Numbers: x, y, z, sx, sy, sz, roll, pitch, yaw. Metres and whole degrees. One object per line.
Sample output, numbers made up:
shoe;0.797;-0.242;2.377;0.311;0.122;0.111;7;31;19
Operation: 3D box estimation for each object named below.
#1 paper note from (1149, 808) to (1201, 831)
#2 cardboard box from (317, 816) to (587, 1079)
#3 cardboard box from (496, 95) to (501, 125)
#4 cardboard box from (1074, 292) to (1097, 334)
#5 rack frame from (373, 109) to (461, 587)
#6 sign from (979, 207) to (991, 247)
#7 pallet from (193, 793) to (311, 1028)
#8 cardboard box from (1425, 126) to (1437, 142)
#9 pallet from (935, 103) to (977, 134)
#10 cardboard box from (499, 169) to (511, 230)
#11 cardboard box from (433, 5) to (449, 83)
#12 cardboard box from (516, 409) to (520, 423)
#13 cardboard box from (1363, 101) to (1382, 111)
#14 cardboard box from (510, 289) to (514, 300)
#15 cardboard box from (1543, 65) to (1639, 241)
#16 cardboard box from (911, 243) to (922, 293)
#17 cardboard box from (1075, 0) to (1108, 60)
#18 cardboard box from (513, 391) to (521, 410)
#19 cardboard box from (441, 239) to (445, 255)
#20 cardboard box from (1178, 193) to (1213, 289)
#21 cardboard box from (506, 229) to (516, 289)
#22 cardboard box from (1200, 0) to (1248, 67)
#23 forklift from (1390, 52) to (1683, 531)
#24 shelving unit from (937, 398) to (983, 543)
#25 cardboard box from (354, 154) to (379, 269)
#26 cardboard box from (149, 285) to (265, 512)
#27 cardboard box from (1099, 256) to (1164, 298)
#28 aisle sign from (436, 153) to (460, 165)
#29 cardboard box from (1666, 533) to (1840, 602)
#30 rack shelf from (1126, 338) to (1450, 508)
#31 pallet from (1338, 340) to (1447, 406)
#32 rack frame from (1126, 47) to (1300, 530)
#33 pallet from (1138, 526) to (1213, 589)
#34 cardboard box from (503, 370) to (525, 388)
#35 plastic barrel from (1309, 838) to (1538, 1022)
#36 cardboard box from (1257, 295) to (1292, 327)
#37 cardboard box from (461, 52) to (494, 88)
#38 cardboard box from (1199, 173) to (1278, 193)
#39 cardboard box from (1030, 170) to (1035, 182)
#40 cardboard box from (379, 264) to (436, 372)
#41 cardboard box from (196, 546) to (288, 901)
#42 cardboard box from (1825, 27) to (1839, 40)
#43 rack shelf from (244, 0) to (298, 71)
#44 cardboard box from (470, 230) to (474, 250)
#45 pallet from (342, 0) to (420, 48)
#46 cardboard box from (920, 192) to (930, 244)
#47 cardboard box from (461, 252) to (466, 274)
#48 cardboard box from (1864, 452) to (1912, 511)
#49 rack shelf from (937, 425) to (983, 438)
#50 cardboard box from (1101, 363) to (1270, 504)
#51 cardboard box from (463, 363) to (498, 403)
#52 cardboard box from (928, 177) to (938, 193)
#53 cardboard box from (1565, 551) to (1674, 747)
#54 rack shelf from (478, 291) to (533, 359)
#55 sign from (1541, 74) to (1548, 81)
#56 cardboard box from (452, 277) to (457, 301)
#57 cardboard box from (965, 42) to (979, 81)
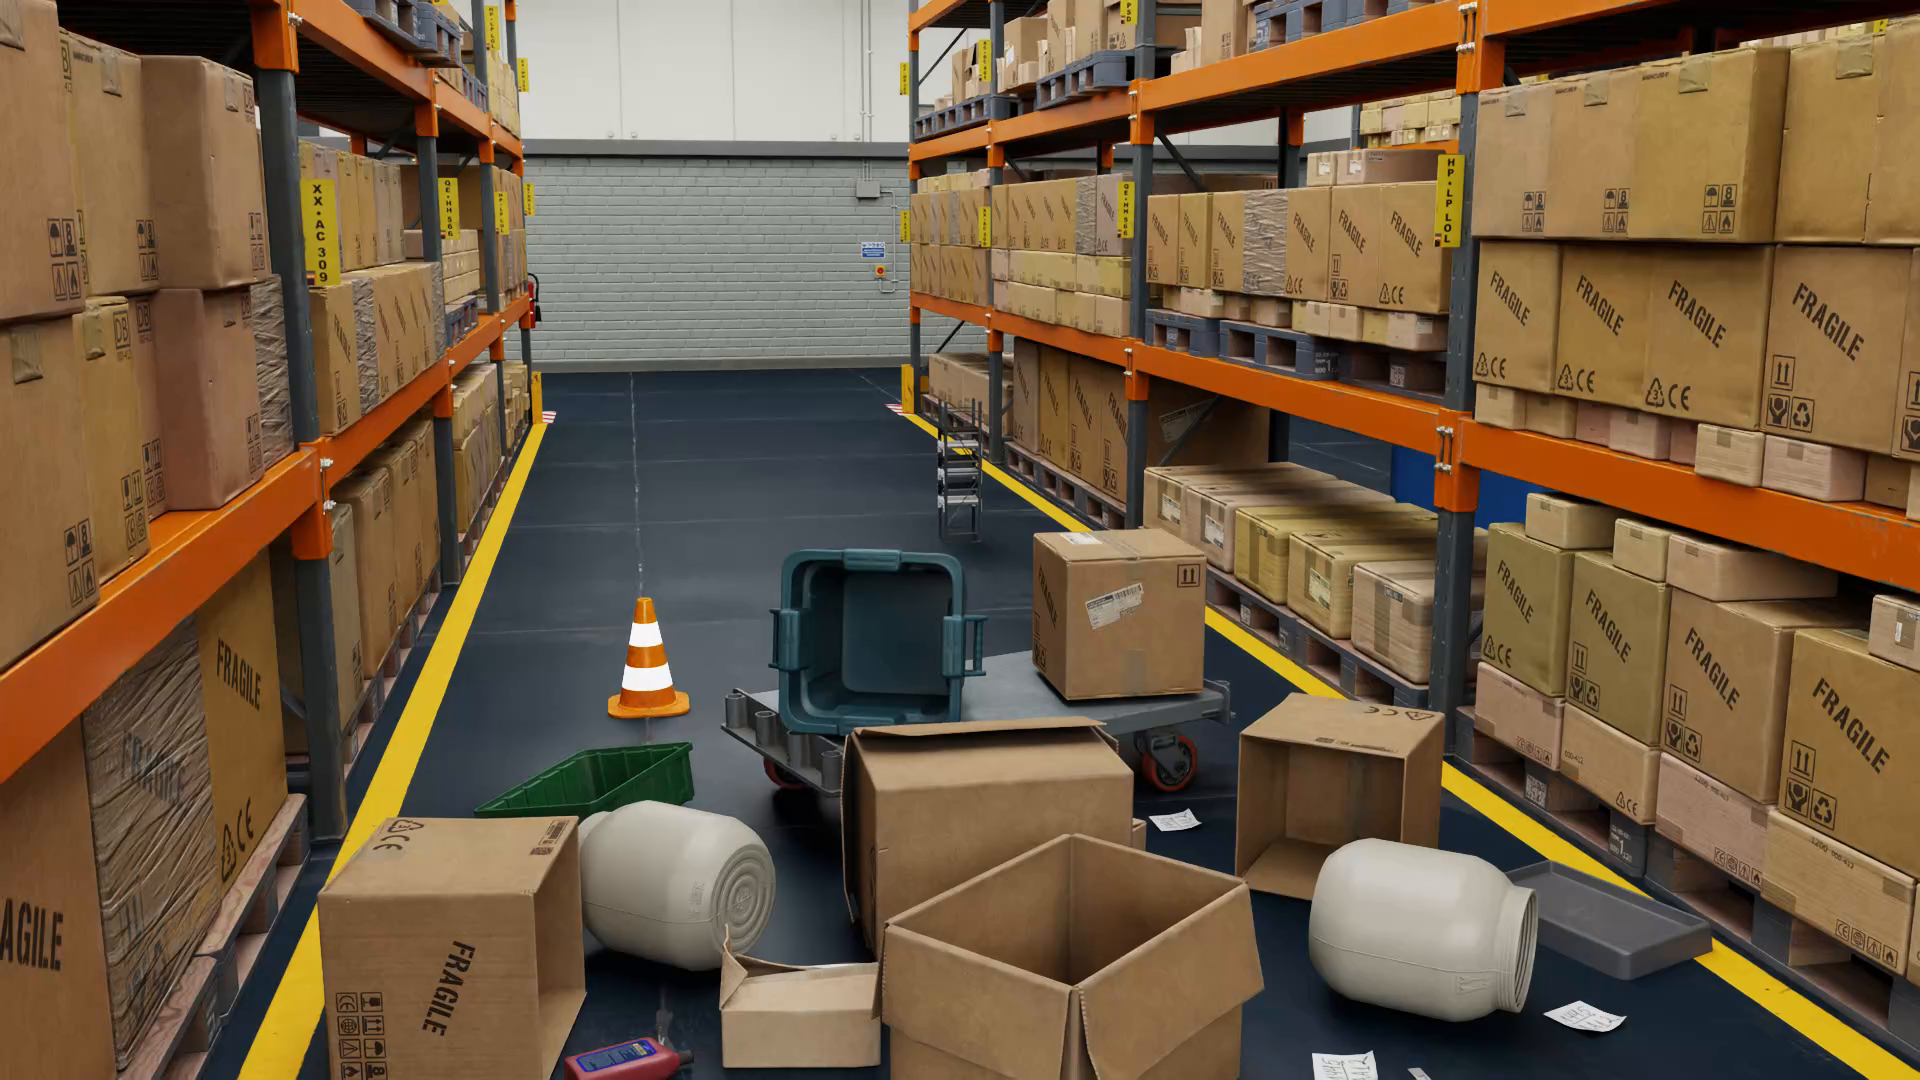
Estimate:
paper note;0.732;0.948;5.637;0.148;0.019;0.142;-2;11;-11
cardboard box;-1.225;1.002;4.086;0.500;0.500;0.500;0;11;-1
cardboard box;-4.027;-3.525;13.572;0.500;0.250;0.500;-2;11;-12
cardboard box;1.057;-1.507;10.991;0.500;0.250;0.500;-2;11;-10
rack frame;-3.311;-1.205;9.007;1.000;3.000;0.127;-2;11;-11
sign;0.203;-2.581;13.709;0.100;0.325;0.005;-2;11;-11
pallet;-2.462;1.040;4.665;1.003;0.211;1.213;-2;11;-11
cardboard box;4.874;-4.051;16.606;0.380;0.149;0.250;-2;11;-11
pallet;0.364;-3.941;15.596;1.003;0.211;1.213;-2;11;-11
cardboard box;-4.121;-2.905;14.200;0.500;0.500;0.500;-2;11;-10
cardboard box;-3.161;-2.842;9.318;0.500;0.500;0.500;-2;11;-11
cardboard box;-4.238;-1.154;15.240;0.380;0.149;0.250;-2;11;-10
cardboard box;4.677;-4.753;17.894;0.500;0.250;0.500;-2;11;-12
cardboard box;-4.356;-2.312;15.492;0.380;0.149;0.250;-3;11;-14
cardboard box;2.254;-1.174;5.103;0.700;0.500;0.500;-2;11;-11
cardboard box;-0.219;-2.822;17.232;0.500;0.500;0.500;-2;11;-11
cardboard box;1.146;-3.308;10.639;0.700;0.500;0.500;-3;11;-14
cardboard box;-4.156;-1.251;14.954;0.380;0.149;0.250;-2;11;-10
cardboard box;-3.360;-1.815;10.169;0.380;0.149;0.250;-3;11;-13
cardboard box;1.494;-1.619;8.995;0.500;0.500;0.500;-2;11;-8
cardboard box;-4.104;-2.418;14.317;0.500;0.500;0.500;-2;11;-12
cardboard box;1.699;-2.752;8.845;0.700;0.500;0.500;-2;11;-11
forklift;3.868;-1.094;8.603;3.031;2.935;1.130;8;14;37
shelving unit;-0.002;-0.444;10.620;0.258;0.900;0.210;-2;11;-11
cardboard box;-3.032;-1.476;7.488;0.700;0.500;0.500;-2;11;-12
cardboard box;-2.320;-0.378;4.260;0.875;0.550;0.550;-2;11;-11
cardboard box;1.181;-1.655;10.435;0.500;0.250;0.500;-2;11;-11
aisle sign;-5.175;-3.952;16.486;0.394;0.787;0.004;-2;11;-11
cardboard box;2.275;0.074;4.777;0.380;0.149;0.250;-1;11;-8
rack shelf;1.914;-0.684;8.190;1.077;0.370;4.000;-2;11;-11
pallet;2.297;-0.721;6.978;1.003;0.211;1.213;-2;11;-11
rack frame;1.525;-1.404;10.050;1.000;3.000;0.127;-2;11;-11
pallet;1.675;0.109;9.557;1.003;0.211;1.213;-2;11;-11
cardboard box;-4.253;-1.495;15.437;0.380;0.149;0.250;-2;11;-9
plastic barrel;1.194;1.005;4.283;0.512;0.421;0.421;6;12;28
cardboard box;1.672;-1.122;8.119;0.380;0.149;0.250;-2;11;-9
cardboard box;-3.947;-3.681;13.058;0.500;0.250;0.500;-2;11;-9
cardboard box;1.669;-2.044;10.469;0.500;0.500;0.500;-2;11;-13
cardboard box;0.430;-3.094;14.252;0.380;0.149;0.250;-2;11;-10
cardboard box;-2.864;-1.090;8.134;0.500;0.500;0.500;-2;11;-11
cardboard box;-2.479;0.484;4.692;0.875;0.875;0.875;-2;11;-10
cardboard box;6.088;-3.431;11.219;0.380;0.149;0.250;-3;11;-13
rack shelf;-2.144;-1.225;3.012;1.077;0.370;4.000;-2;11;-11
cardboard box;-3.766;-2.198;12.182;0.380;0.149;0.250;-2;11;-13
pallet;-2.913;-2.265;7.057;1.003;0.211;1.213;-2;11;-8
cardboard box;-0.110;-3.219;16.643;0.500;0.500;0.500;-2;11;-13
cardboard box;-3.613;-1.911;11.465;0.380;0.149;0.250;-3;11;-14
cardboard box;2.520;-0.155;4.161;0.380;0.149;0.250;-2;11;-11
rack shelf;-0.002;-0.676;10.576;0.258;0.077;0.200;-2;11;-11
cardboard box;1.472;-0.696;10.891;0.875;0.875;0.875;-2;11;-12
cardboard box;-3.696;-1.158;12.316;0.500;0.250;0.500;-2;11;-13
cardboard box;-0.106;-3.510;16.439;0.380;0.149;0.250;-2;11;-13
cardboard box;2.268;0.322;5.210;0.500;0.500;0.500;-2;11;-9
rack shelf;-4.478;-1.952;14.856;1.077;0.370;4.000;-2;11;-11
sign;5.084;-4.025;14.417;0.100;0.325;0.005;-2;11;-11
cardboard box;-3.460;-1.621;10.738;0.380;0.149;0.250;-2;11;-10
cardboard box;0.453;-4.163;14.859;0.797;0.503;0.637;-1;11;-7
